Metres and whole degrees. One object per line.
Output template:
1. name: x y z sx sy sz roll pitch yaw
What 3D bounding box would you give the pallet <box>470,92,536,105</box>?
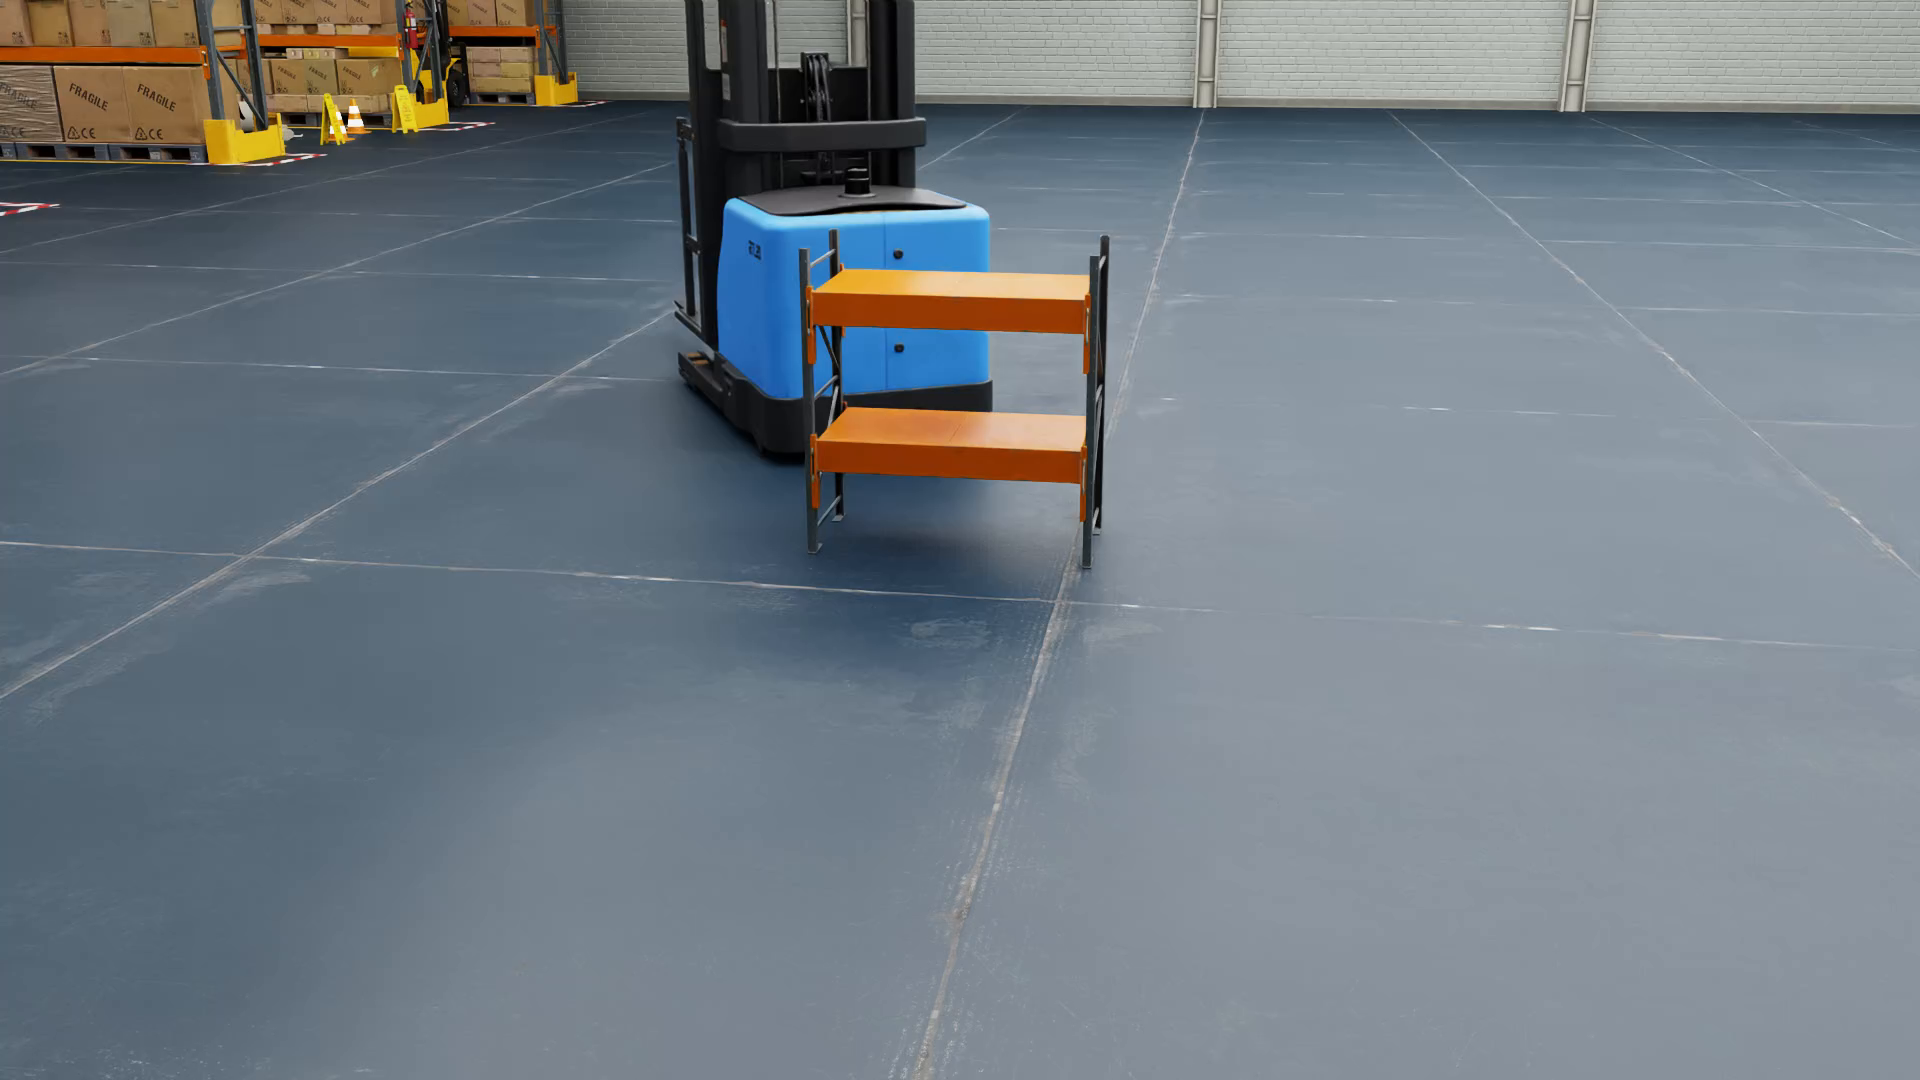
1. pallet: -7.876 -7.819 29.339 1.213 0.211 1.003 3 19 9

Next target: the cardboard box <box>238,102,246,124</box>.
1. cardboard box: -10.034 -5.672 22.462 0.637 0.503 0.797 -11 21 -29

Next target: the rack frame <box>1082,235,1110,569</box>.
1. rack frame: 0.495 -0.508 6.049 0.032 1.125 0.500 3 19 9

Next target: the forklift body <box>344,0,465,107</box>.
1. forklift body: -9.276 -8.237 27.532 1.214 2.155 2.313 3 19 9

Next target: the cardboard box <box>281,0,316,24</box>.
1. cardboard box: -9.464 -7.743 24.091 0.500 0.500 0.500 3 19 8

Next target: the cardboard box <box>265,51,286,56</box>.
1. cardboard box: -12.345 -8.454 29.924 0.625 0.625 0.875 3 19 8

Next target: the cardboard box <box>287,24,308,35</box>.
1. cardboard box: -9.575 -7.436 24.195 0.250 0.149 0.380 3 19 8

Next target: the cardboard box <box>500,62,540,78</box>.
1. cardboard box: -7.644 -8.175 28.891 0.500 0.250 0.500 3 19 8

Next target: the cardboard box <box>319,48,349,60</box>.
1. cardboard box: -9.103 -7.075 24.189 0.250 0.149 0.380 3 19 10

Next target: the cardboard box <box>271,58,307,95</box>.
1. cardboard box: -9.743 -6.823 24.457 0.500 0.500 0.500 2 19 7

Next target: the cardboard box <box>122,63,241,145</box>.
1. cardboard box: -9.263 -5.210 19.833 0.875 0.875 0.875 3 19 9

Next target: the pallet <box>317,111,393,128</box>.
1. pallet: -8.769 -6.294 24.781 1.213 0.211 1.003 3 19 9

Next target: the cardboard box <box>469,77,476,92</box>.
1. cardboard box: -8.610 -7.992 29.132 0.500 0.250 0.500 3 19 9

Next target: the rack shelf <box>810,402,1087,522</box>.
1. rack shelf: -0.007 -0.302 6.203 1.000 0.278 0.538 3 19 9

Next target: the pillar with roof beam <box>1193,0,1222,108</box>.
1. pillar with roof beam: 3.507 -10.326 22.981 0.400 9.000 9.100 3 19 9

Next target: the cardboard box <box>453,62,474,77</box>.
1. cardboard box: -8.651 -8.223 29.035 0.500 0.250 0.500 2 19 7

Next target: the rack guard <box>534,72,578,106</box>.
1. rack guard: -7.090 -7.929 29.213 0.348 0.500 1.175 3 19 9

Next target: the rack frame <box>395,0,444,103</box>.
1. rack frame: -7.898 -7.561 24.172 0.127 3.000 1.000 3 19 9

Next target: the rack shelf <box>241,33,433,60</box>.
1. rack shelf: -9.872 -7.320 24.587 4.000 0.370 1.077 3 19 9

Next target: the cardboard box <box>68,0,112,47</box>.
1. cardboard box: -10.036 -6.169 19.776 0.550 0.550 0.875 3 19 9

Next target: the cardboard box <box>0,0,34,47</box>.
1. cardboard box: -11.105 -6.178 19.803 0.550 0.550 0.875 3 19 9

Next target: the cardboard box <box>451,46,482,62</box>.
1. cardboard box: -8.623 -8.457 28.946 0.500 0.250 0.500 3 19 9

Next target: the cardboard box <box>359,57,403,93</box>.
1. cardboard box: -8.674 -6.940 24.806 0.500 0.500 0.500 2 19 7

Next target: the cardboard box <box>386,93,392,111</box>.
1. cardboard box: -8.650 -6.583 24.922 0.500 0.250 0.500 3 19 8

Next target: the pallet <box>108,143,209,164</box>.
1. pallet: -9.385 -4.698 20.012 1.213 0.211 1.003 3 19 9

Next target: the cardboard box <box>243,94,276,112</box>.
1. cardboard box: -10.254 -6.494 24.655 0.500 0.250 0.500 3 19 8

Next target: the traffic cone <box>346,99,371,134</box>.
1. traffic cone: -8.527 -5.975 23.432 0.334 0.463 0.336 3 19 9

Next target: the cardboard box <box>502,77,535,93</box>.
1. cardboard box: -7.628 -7.936 28.965 0.500 0.250 0.500 3 19 9

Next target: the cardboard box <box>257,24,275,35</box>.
1. cardboard box: -10.072 -7.455 24.253 0.250 0.149 0.380 3 19 8

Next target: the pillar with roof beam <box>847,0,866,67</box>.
1. pillar with roof beam: -2.417 -10.628 23.884 0.400 9.000 9.100 3 19 9

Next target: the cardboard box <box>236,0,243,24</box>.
1. cardboard box: -10.464 -7.794 24.242 0.500 0.500 0.500 3 19 8

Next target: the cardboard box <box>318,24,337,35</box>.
1. cardboard box: -9.077 -7.394 24.071 0.250 0.149 0.380 3 19 10

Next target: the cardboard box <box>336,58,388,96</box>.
1. cardboard box: -8.730 -6.770 24.299 0.500 0.500 0.500 3 19 9

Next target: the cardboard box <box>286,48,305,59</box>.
1. cardboard box: -9.611 -7.103 24.271 0.250 0.149 0.380 4 19 11

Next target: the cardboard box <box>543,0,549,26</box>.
1. cardboard box: -7.559 -9.275 29.139 0.500 0.500 0.500 4 19 10

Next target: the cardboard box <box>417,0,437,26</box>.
1. cardboard box: -9.157 -9.182 28.861 0.500 0.500 0.500 3 19 9

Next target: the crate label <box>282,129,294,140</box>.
1. crate label: -9.153 -5.476 22.453 0.298 0.136 0.250 -7 20 -20

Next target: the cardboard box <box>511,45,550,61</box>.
1. cardboard box: -7.559 -8.569 29.281 0.500 0.250 0.500 3 19 8

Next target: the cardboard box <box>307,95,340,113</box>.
1. cardboard box: -9.249 -6.441 24.497 0.500 0.250 0.500 3 19 9

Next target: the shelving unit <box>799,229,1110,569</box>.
1. shelving unit: -0.007 -0.534 6.126 1.048 1.125 0.538 3 19 9

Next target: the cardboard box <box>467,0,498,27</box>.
1. cardboard box: -8.152 -9.135 28.719 0.500 0.500 0.500 4 19 10

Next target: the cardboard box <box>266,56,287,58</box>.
1. cardboard box: -10.214 -7.017 25.036 0.500 0.500 0.500 4 19 12

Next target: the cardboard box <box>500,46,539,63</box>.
1. cardboard box: -7.618 -8.411 28.809 0.500 0.250 0.500 4 19 10

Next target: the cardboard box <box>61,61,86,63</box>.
1. cardboard box: -15.957 -8.515 30.301 0.500 0.500 0.500 3 19 8

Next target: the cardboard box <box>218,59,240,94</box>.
1. cardboard box: -10.777 -6.875 24.613 0.500 0.500 0.500 4 19 11

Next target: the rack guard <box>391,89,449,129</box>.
1. rack guard: -7.973 -6.379 24.580 0.348 0.500 1.175 3 19 9

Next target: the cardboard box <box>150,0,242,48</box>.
1. cardboard box: -8.957 -6.080 19.512 0.550 0.550 0.875 3 19 9

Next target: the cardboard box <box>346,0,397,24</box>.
1. cardboard box: -8.477 -7.690 23.933 0.500 0.500 0.500 3 19 8

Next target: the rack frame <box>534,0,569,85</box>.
1. rack frame: -7.114 -9.116 28.820 0.127 3.000 1.000 3 19 9

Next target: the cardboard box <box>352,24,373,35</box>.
1. cardboard box: -8.569 -7.371 24.002 0.250 0.149 0.380 3 19 8

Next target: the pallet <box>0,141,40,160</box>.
1. pallet: -11.794 -4.821 20.379 1.213 0.211 1.003 3 19 9

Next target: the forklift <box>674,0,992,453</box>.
1. forklift: -0.844 -2.194 8.243 1.130 2.935 3.031 -7 20 -19

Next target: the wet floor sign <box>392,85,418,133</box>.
1. wet floor sign: -7.880 -6.099 23.515 0.232 0.644 0.267 10 21 27

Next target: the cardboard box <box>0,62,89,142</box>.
1. cardboard box: -11.032 -5.300 20.102 0.875 0.875 0.875 3 19 9
